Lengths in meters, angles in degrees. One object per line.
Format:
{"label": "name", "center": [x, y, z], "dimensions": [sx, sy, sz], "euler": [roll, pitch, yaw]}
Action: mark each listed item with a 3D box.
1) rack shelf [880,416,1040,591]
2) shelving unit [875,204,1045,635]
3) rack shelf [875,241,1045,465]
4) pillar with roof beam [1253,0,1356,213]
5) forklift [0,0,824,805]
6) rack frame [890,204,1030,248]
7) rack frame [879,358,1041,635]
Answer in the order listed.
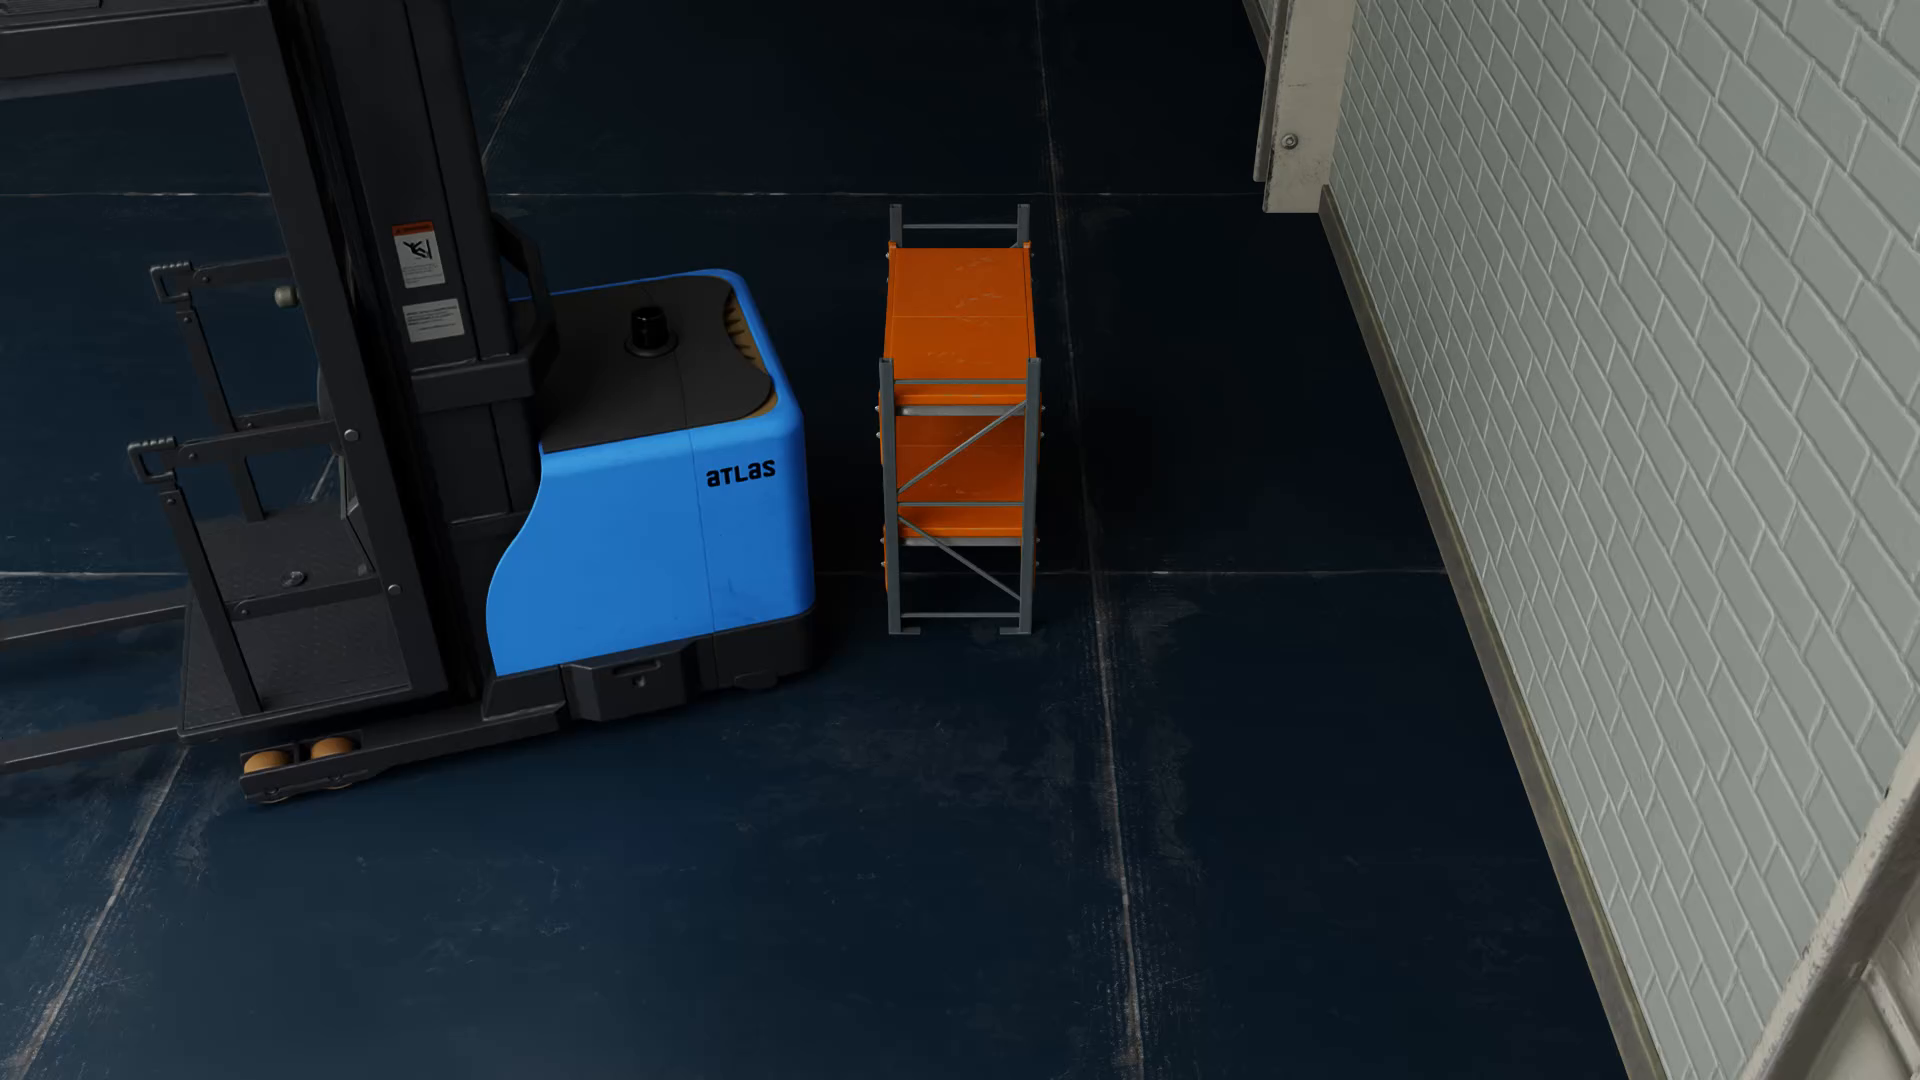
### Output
{"label": "rack shelf", "center": [0.000, -0.244, 6.046], "dimensions": [0.538, 0.278, 1.000], "euler": [0, 39, 0]}
{"label": "shelving unit", "center": [0.000, -0.435, 5.893], "dimensions": [0.538, 1.125, 1.048], "euler": [0, 39, 0]}
{"label": "rack shelf", "center": [0.000, -0.663, 5.710], "dimensions": [0.538, 0.278, 1.000], "euler": [0, 39, 0]}
{"label": "pillar with roof beam", "center": [-2.637, -5.265, 5.624], "dimensions": [9.100, 9.000, 0.400], "euler": [0, 39, 0]}
{"label": "forklift", "center": [-2.039, -0.691, 4.768], "dimensions": [3.031, 2.935, 1.130], "euler": [-11, 40, -14]}
{"label": "rack frame", "center": [-0.001, -0.753, 6.290], "dimensions": [0.500, 1.125, 0.032], "euler": [0, 39, 0]}
{"label": "rack frame", "center": [0.001, -0.117, 5.496], "dimensions": [0.500, 1.125, 0.032], "euler": [0, 39, 0]}
